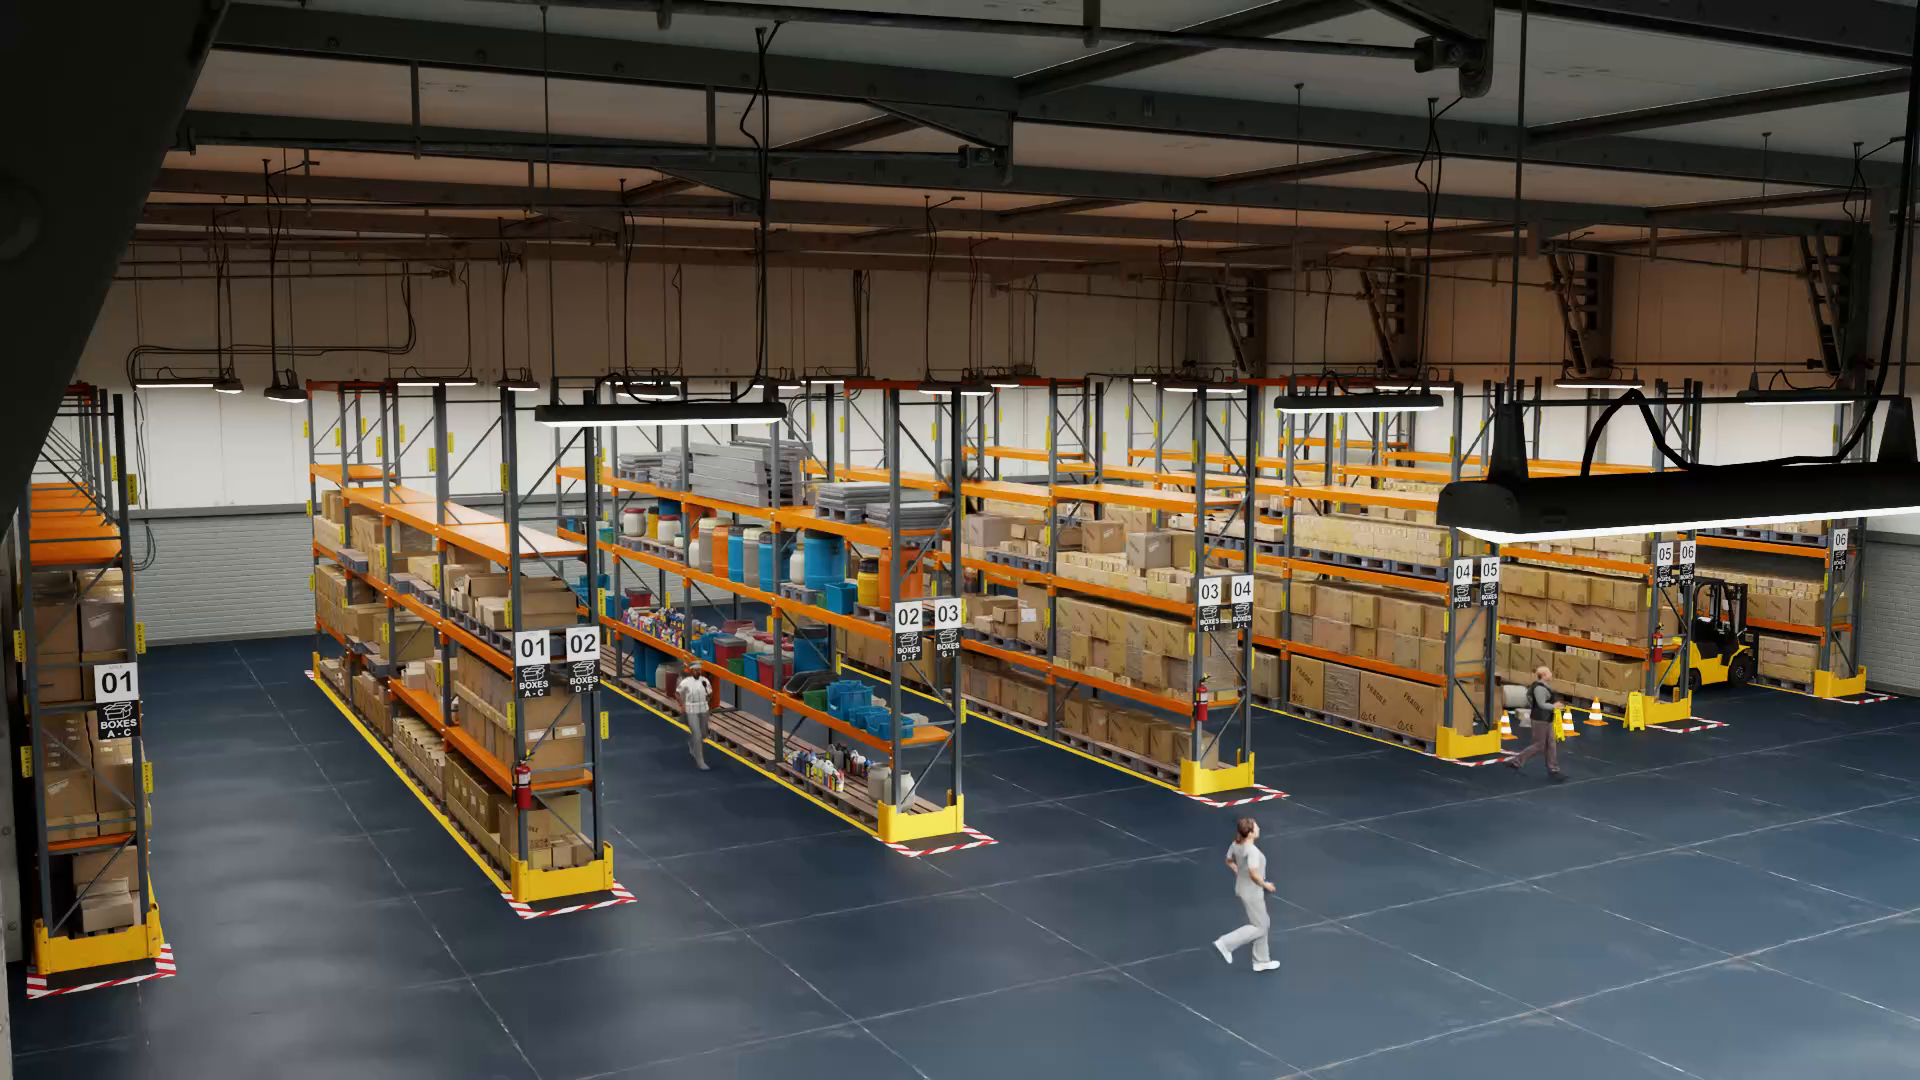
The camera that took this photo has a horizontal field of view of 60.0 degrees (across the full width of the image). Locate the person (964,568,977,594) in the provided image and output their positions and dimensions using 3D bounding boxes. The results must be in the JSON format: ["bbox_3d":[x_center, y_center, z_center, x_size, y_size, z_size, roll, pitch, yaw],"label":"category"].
[{"bbox_3d":[0.036,1.463,37.997,0.731,1.736,1.038,-4,7,-34],"label":"person"}]

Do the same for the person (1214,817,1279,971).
[{"bbox_3d":[2.976,3.683,17.266,0.762,1.625,0.581,-2,6,-17],"label":"person"}]

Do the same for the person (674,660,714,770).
[{"bbox_3d":[-4.142,2.705,26.107,0.583,1.675,0.924,-4,7,-33],"label":"person"}]

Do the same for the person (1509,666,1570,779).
[{"bbox_3d":[8.836,2.768,25.273,0.881,1.716,0.670,2,6,18],"label":"person"}]
